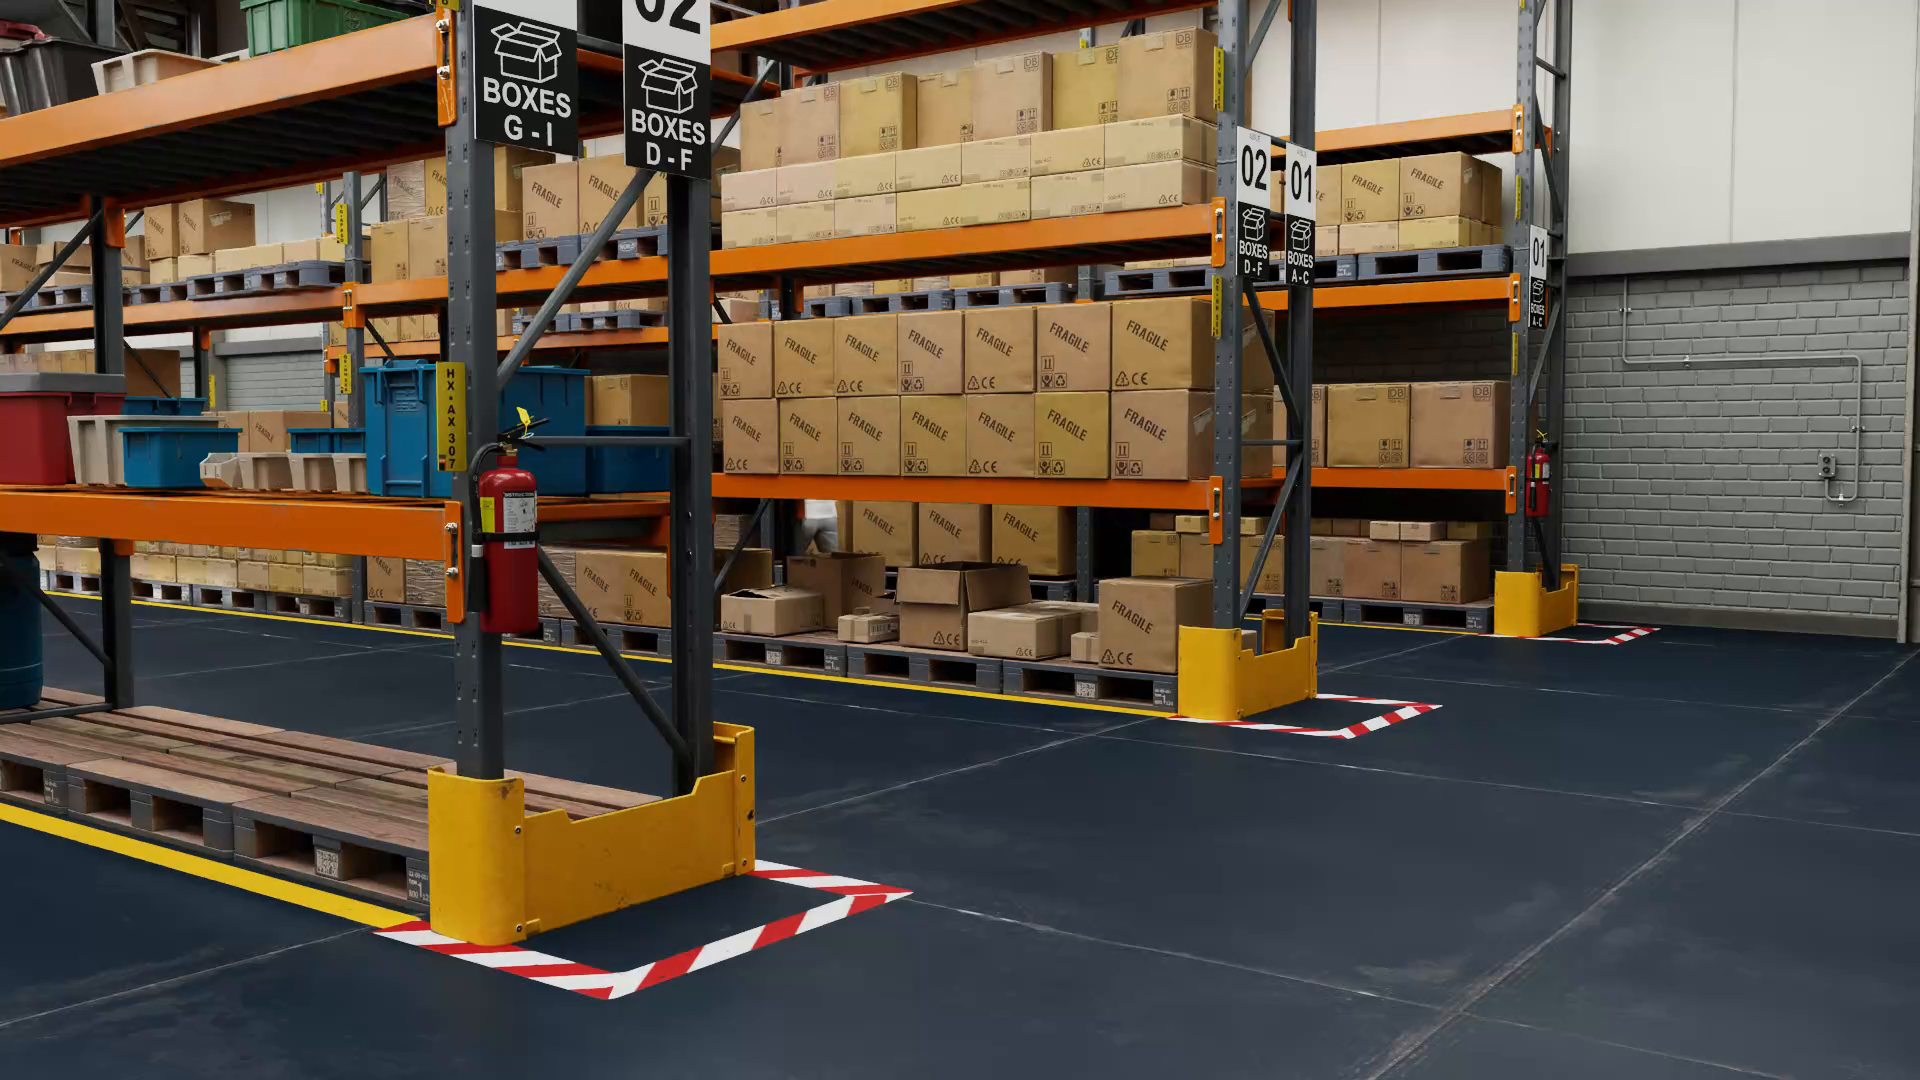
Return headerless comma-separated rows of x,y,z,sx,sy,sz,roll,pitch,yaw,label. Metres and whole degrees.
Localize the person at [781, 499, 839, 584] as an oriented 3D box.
-1.275,-0.154,14.178,0.494,1.588,1.070,-2,4,-28,person
